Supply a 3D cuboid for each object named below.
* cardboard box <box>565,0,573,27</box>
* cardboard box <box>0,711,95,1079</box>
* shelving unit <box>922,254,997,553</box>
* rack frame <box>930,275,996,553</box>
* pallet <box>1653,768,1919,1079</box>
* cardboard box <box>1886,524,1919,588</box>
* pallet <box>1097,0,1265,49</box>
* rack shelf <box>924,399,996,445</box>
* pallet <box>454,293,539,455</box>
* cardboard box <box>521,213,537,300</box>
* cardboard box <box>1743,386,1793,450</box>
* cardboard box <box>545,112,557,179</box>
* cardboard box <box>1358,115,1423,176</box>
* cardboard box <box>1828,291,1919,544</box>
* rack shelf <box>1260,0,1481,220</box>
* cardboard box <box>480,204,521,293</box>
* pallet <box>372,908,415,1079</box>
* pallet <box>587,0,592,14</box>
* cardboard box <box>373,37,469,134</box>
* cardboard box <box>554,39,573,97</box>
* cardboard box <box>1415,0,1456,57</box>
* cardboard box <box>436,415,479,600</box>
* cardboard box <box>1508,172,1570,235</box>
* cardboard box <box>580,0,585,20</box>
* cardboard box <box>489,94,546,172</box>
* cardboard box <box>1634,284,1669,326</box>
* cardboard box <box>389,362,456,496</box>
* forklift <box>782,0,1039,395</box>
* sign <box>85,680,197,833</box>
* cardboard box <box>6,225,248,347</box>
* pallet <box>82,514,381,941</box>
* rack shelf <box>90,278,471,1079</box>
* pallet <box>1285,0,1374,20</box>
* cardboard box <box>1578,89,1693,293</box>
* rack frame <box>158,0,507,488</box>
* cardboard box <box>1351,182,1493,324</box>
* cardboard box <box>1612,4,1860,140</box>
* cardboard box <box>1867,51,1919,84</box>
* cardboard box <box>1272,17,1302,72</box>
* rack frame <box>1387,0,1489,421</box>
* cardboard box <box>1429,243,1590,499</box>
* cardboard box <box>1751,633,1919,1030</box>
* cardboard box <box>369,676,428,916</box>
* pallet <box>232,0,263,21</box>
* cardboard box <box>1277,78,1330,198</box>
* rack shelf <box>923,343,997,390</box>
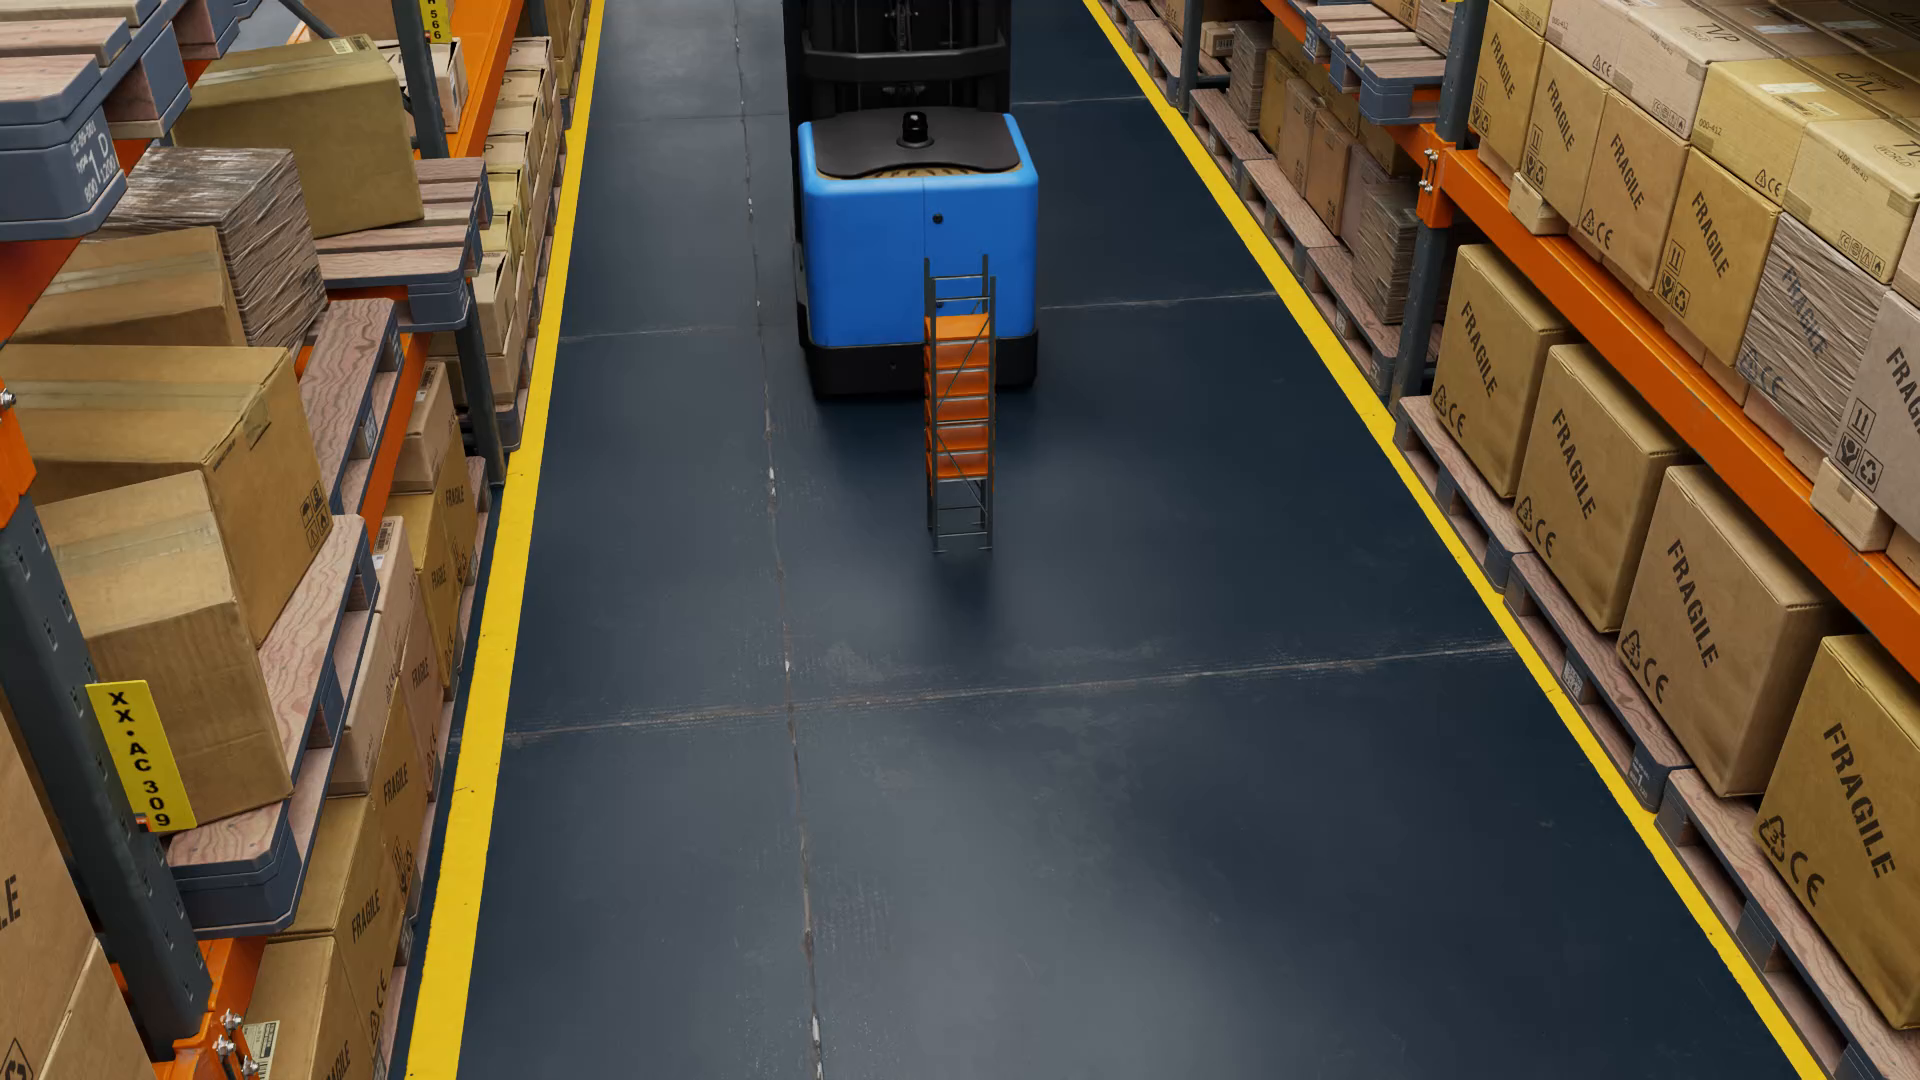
[{"bbox_3d":[-2.809,-3.603,10.776,0.500,0.500,0.500,-4,35,-6],"label":"cardboard box"},{"bbox_3d":[-1.581,0.577,2.263,0.500,0.500,0.500,-4,34,-6],"label":"cardboard box"},{"bbox_3d":[-0.002,-0.504,6.424,0.258,1.200,0.189,-4,35,-6],"label":"shelving unit"},{"bbox_3d":[0.010,-0.453,6.349,0.240,1.200,0.006,-4,35,-6],"label":"rack frame"},{"bbox_3d":[2.824,1.119,4.920,1.003,0.211,1.213,-4,35,-6],"label":"pallet"},{"bbox_3d":[2.629,0.033,4.243,0.380,0.149,0.250,-3,34,-5],"label":"cardboard box"},{"bbox_3d":[1.634,-3.974,12.394,1.003,0.211,1.213,-4,35,-6],"label":"pallet"},{"bbox_3d":[-0.002,-0.467,6.449,0.258,0.103,0.180,-4,35,-6],"label":"rack shelf"},{"bbox_3d":[-2.516,-0.773,7.697,1.003,0.211,1.213,-4,35,-6],"label":"pallet"},{"bbox_3d":[-2.368,-1.385,8.187,0.500,0.250,0.500,-5,35,-8],"label":"cardboard box"},{"bbox_3d":[2.549,-0.392,4.867,0.380,0.149,0.250,-5,35,-8],"label":"cardboard box"},{"bbox_3d":[-2.573,-2.240,9.443,0.500,0.250,0.500,-5,35,-7],"label":"cardboard box"},{"bbox_3d":[2.301,-2.020,8.213,0.500,0.250,0.500,-4,34,-5],"label":"cardboard box"},{"bbox_3d":[2.612,-0.303,4.160,0.500,0.500,0.500,-4,34,-6],"label":"cardboard box"},{"bbox_3d":[2.195,-2.659,8.627,1.077,0.370,4.000,-4,35,-6],"label":"rack shelf"},{"bbox_3d":[-2.302,-1.339,7.622,0.500,0.311,0.500,-5,35,-8],"label":"cardboard box"},{"bbox_3d":[-2.053,1.471,4.405,1.003,0.211,1.213,-4,35,-6],"label":"pallet"},{"bbox_3d":[-3.375,-4.351,12.948,1.003,0.211,1.213,-4,35,-6],"label":"pallet"},{"bbox_3d":[-2.372,-1.940,7.012,0.500,0.311,0.500,-5,35,-7],"label":"cardboard box"},{"bbox_3d":[-2.744,-3.014,10.578,0.500,0.250,0.500,-4,35,-6],"label":"cardboard box"},{"bbox_3d":[2.391,-2.325,7.018,0.700,0.500,0.500,-8,35,-12],"label":"cardboard box"},{"bbox_3d":[-2.085,-0.108,6.073,0.500,0.500,0.500,-3,34,-5],"label":"cardboard box"},{"bbox_3d":[2.256,-1.247,6.122,0.380,0.149,0.250,-3,34,-5],"label":"cardboard box"},{"bbox_3d":[-2.941,-3.851,11.807,0.500,0.250,0.500,-4,35,-6],"label":"cardboard box"},{"bbox_3d":[-2.502,-2.191,8.873,0.500,0.311,0.500,-4,35,-7],"label":"cardboard box"},{"bbox_3d":[2.480,-0.827,5.506,0.380,0.149,0.250,-4,34,-6],"label":"cardboard box"},{"bbox_3d":[-2.074,-0.386,5.817,0.500,0.250,0.500,-3,34,-5],"label":"cardboard box"},{"bbox_3d":[-0.329,-2.690,8.095,1.130,2.935,3.031,-4,34,-6],"label":"forklift"},{"bbox_3d":[-1.369,0.366,2.780,0.100,0.325,0.005,-4,35,-6],"label":"sign"},{"bbox_3d":[-2.205,-0.427,4.251,0.700,0.500,0.500,-13,36,-18],"label":"cardboard box"},{"bbox_3d":[-1.905,0.394,3.678,1.003,0.211,1.213,-4,35,-6],"label":"pallet"},{"bbox_3d":[-2.175,-0.050,4.798,1.077,0.370,4.000,-4,35,-6],"label":"rack shelf"},{"bbox_3d":[2.157,-2.862,8.457,1.003,0.211,1.213,-4,35,-6],"label":"pallet"},{"bbox_3d":[2.403,-1.152,5.407,0.500,0.500,0.500,-5,35,-7],"label":"cardboard box"},{"bbox_3d":[-2.444,-1.463,6.233,1.000,3.000,0.127,-4,35,-6],"label":"rack frame"},{"bbox_3d":[2.316,-1.387,7.950,0.700,0.500,0.500,-4,34,-6],"label":"cardboard box"},{"bbox_3d":[2.414,-1.471,5.208,0.500,0.250,0.500,-4,34,-6],"label":"cardboard box"},{"bbox_3d":[2.983,-1.229,4.853,0.500,0.250,0.500,-5,35,-7],"label":"cardboard box"},{"bbox_3d":[2.104,-2.876,9.470,0.500,0.250,0.500,-5,35,-7],"label":"cardboard box"},{"bbox_3d":[2.464,-1.840,6.787,1.000,3.000,0.127,-4,35,-6],"label":"rack frame"},{"bbox_3d":[2.433,-0.705,6.657,0.750,0.750,0.750,-5,35,-7],"label":"cardboard box"},{"bbox_3d":[2.786,0.754,4.516,0.750,0.750,0.750,-4,34,-6],"label":"cardboard box"},{"bbox_3d":[-1.872,0.756,4.806,0.500,0.500,0.500,-4,34,-6],"label":"cardboard box"},{"bbox_3d":[-2.067,-1.340,3.557,1.213,0.211,1.003,-4,35,-6],"label":"pallet"},{"bbox_3d":[2.190,-2.239,9.201,0.700,0.500,0.500,-4,34,-6],"label":"cardboard box"},{"bbox_3d":[-0.002,-0.665,6.314,0.258,0.103,0.180,-4,35,-6],"label":"rack shelf"}]
